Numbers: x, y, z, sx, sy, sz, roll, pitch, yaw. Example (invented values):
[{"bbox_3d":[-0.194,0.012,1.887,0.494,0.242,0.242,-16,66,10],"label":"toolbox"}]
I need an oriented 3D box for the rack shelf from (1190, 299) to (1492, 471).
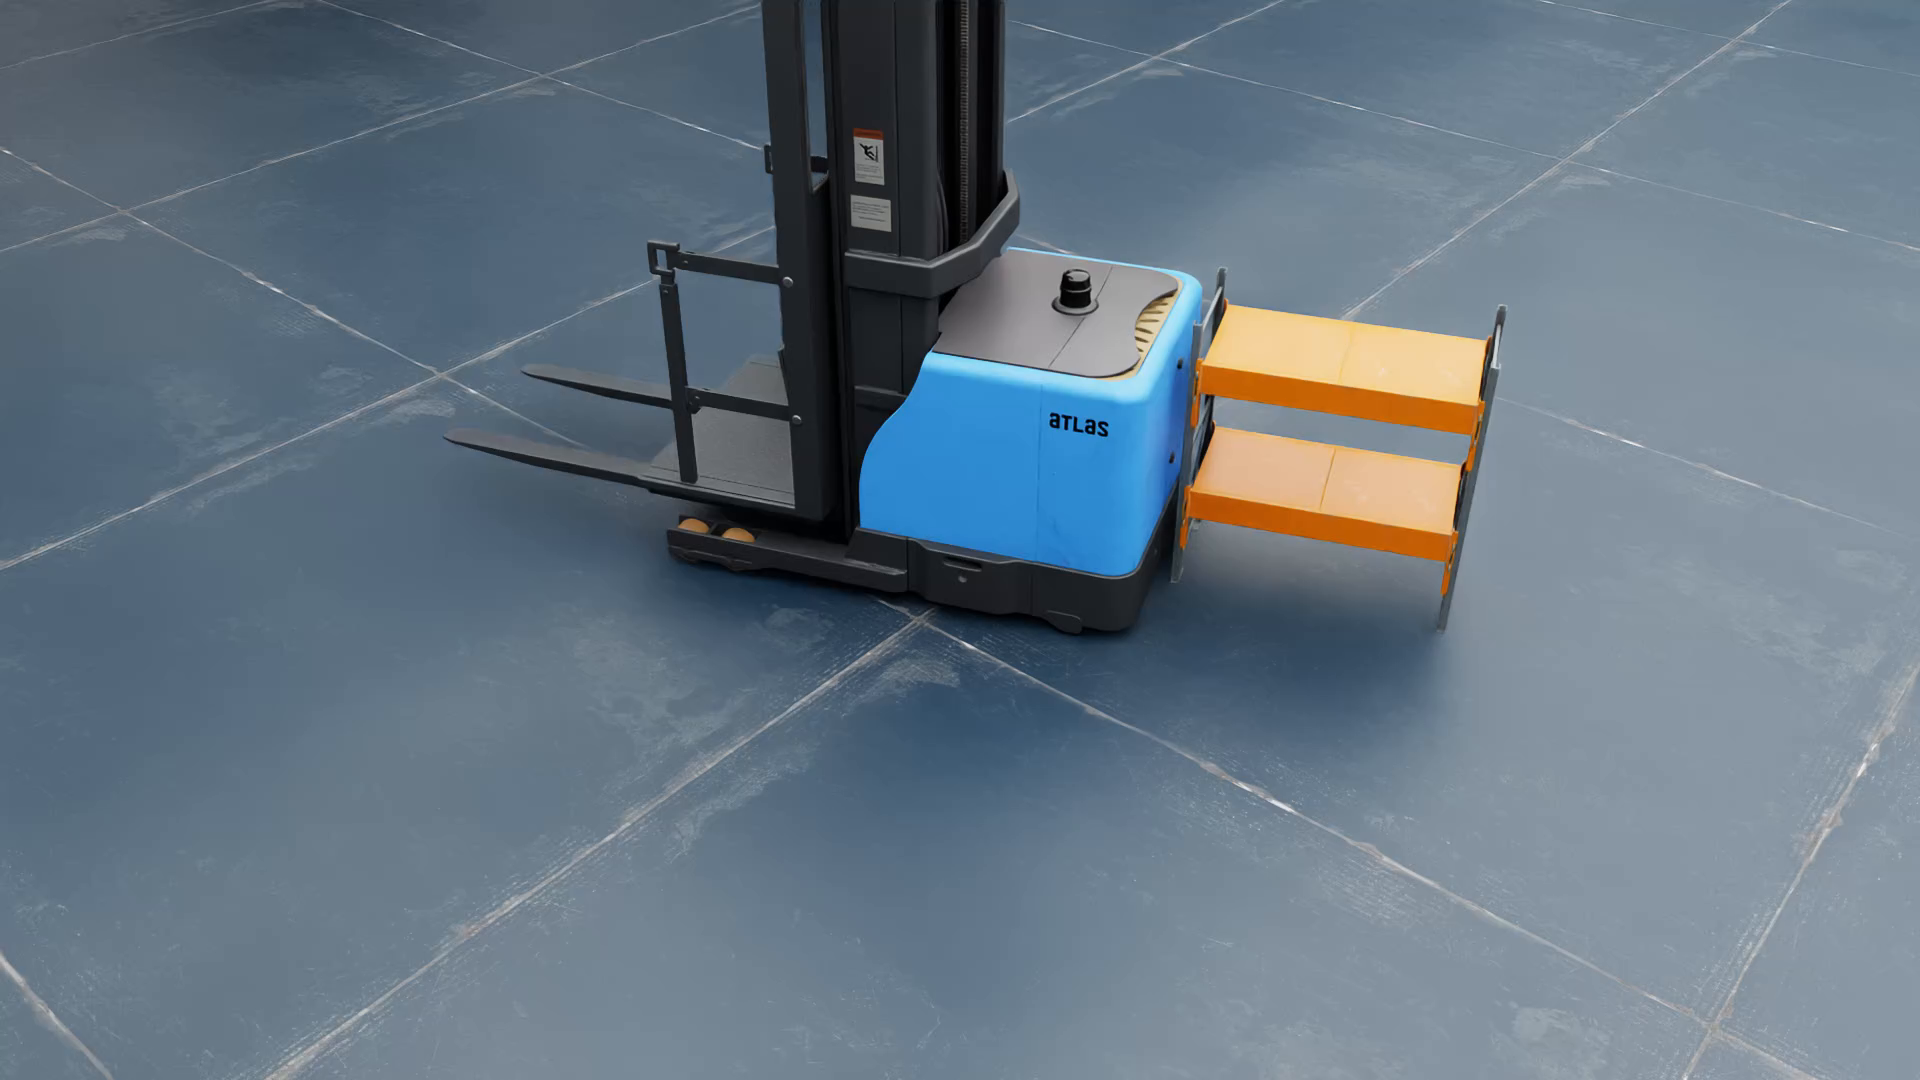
[{"bbox_3d":[1.398,-0.580,6.084,1.000,0.278,0.538,10,36,15],"label":"rack shelf"}]

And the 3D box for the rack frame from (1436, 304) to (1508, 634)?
[{"bbox_3d":[1.881,-0.250,6.120,0.032,1.125,0.500,10,36,15],"label":"rack frame"}]

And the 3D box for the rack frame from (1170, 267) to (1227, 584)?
[{"bbox_3d":[0.915,-0.428,6.379,0.032,1.125,0.500,10,36,15],"label":"rack frame"}]

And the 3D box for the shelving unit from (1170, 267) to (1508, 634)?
[{"bbox_3d":[1.398,-0.339,6.250,1.048,1.125,0.538,10,36,15],"label":"shelving unit"}]

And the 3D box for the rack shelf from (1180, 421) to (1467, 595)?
[{"bbox_3d":[1.398,-0.137,6.388,1.000,0.278,0.538,10,36,15],"label":"rack shelf"}]

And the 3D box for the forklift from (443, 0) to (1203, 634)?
[{"bbox_3d":[-0.637,-1.357,6.137,3.031,2.935,1.130,11,36,16],"label":"forklift"}]
